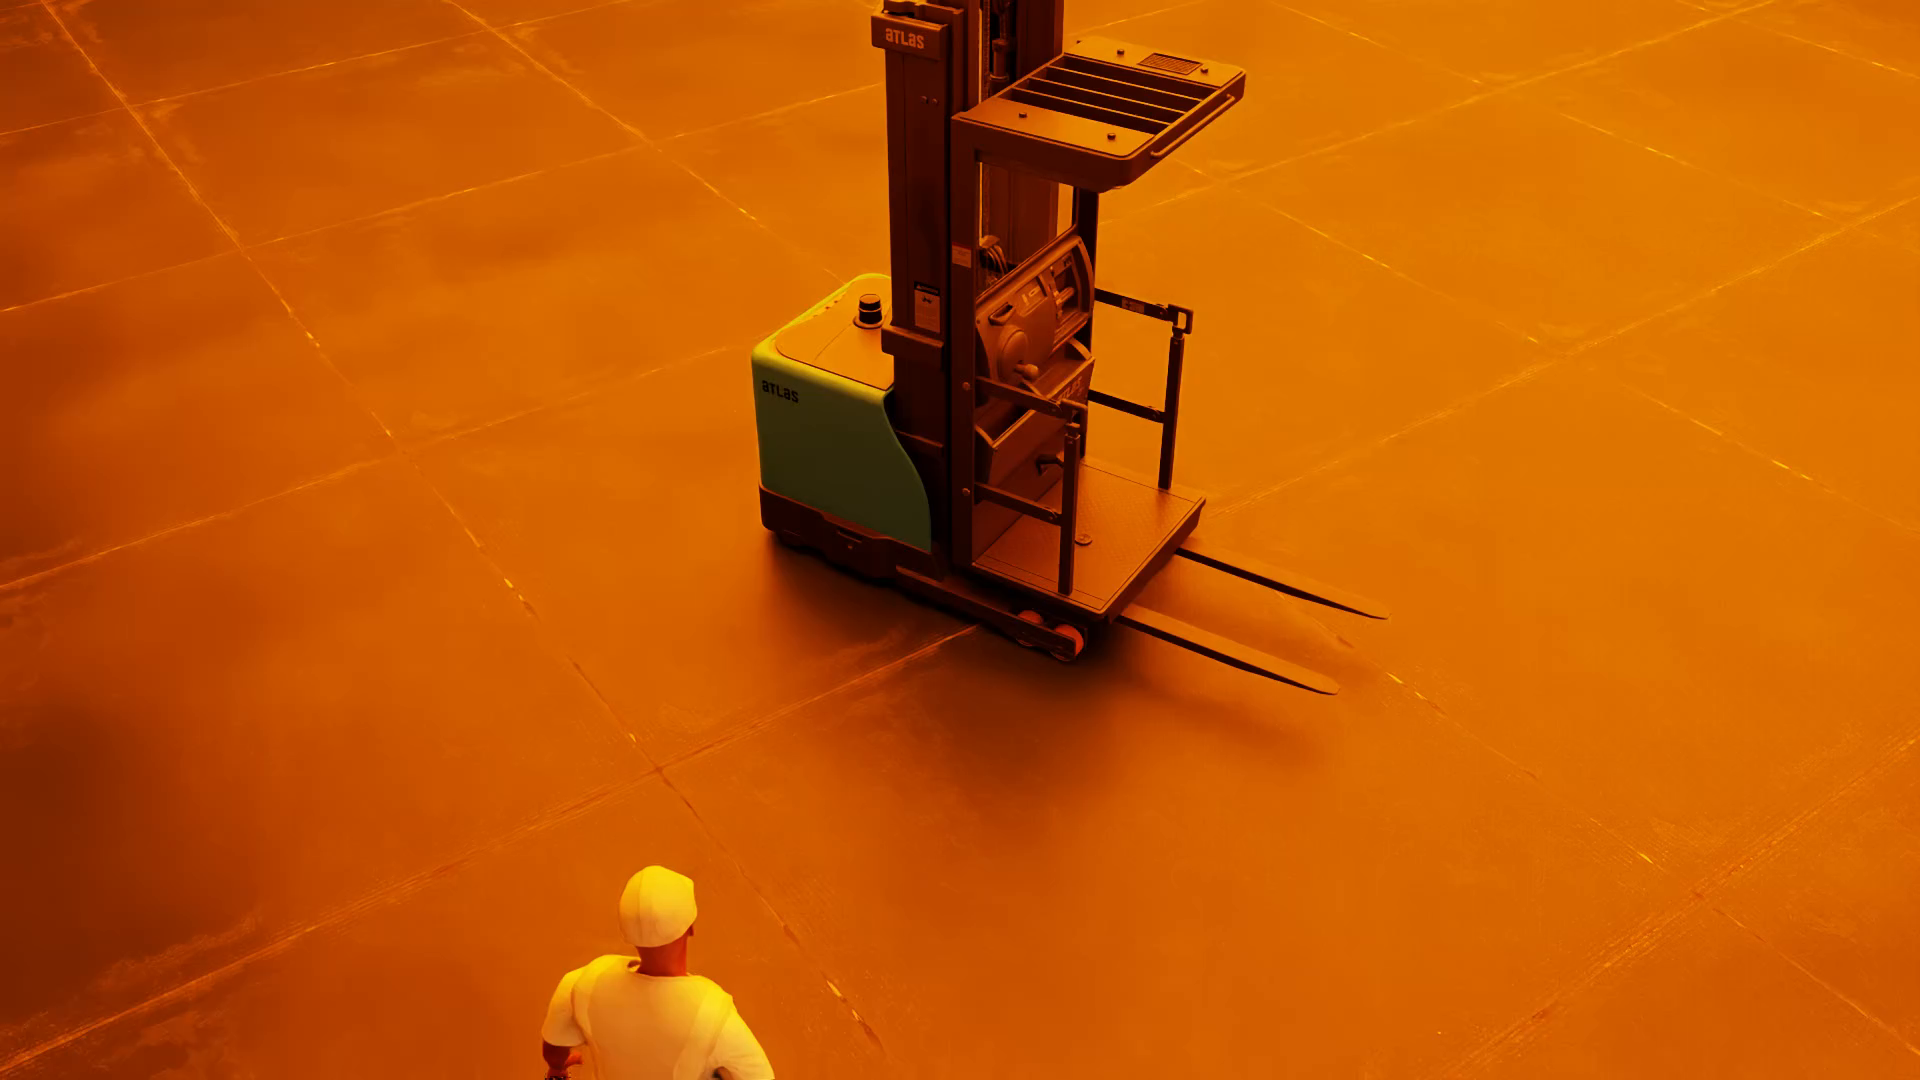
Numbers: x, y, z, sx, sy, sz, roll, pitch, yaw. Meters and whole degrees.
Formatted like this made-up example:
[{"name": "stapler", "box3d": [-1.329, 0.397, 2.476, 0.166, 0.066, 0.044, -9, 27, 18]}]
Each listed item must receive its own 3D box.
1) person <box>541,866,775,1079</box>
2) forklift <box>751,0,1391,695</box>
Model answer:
[{"name": "person", "box3d": [-0.815, 1.606, 4.777, 0.831, 1.738, 0.425, 10, 38, 13]}, {"name": "forklift", "box3d": [0.514, -0.985, 7.276, 3.031, 2.935, 1.130, 21, 41, 26]}]
